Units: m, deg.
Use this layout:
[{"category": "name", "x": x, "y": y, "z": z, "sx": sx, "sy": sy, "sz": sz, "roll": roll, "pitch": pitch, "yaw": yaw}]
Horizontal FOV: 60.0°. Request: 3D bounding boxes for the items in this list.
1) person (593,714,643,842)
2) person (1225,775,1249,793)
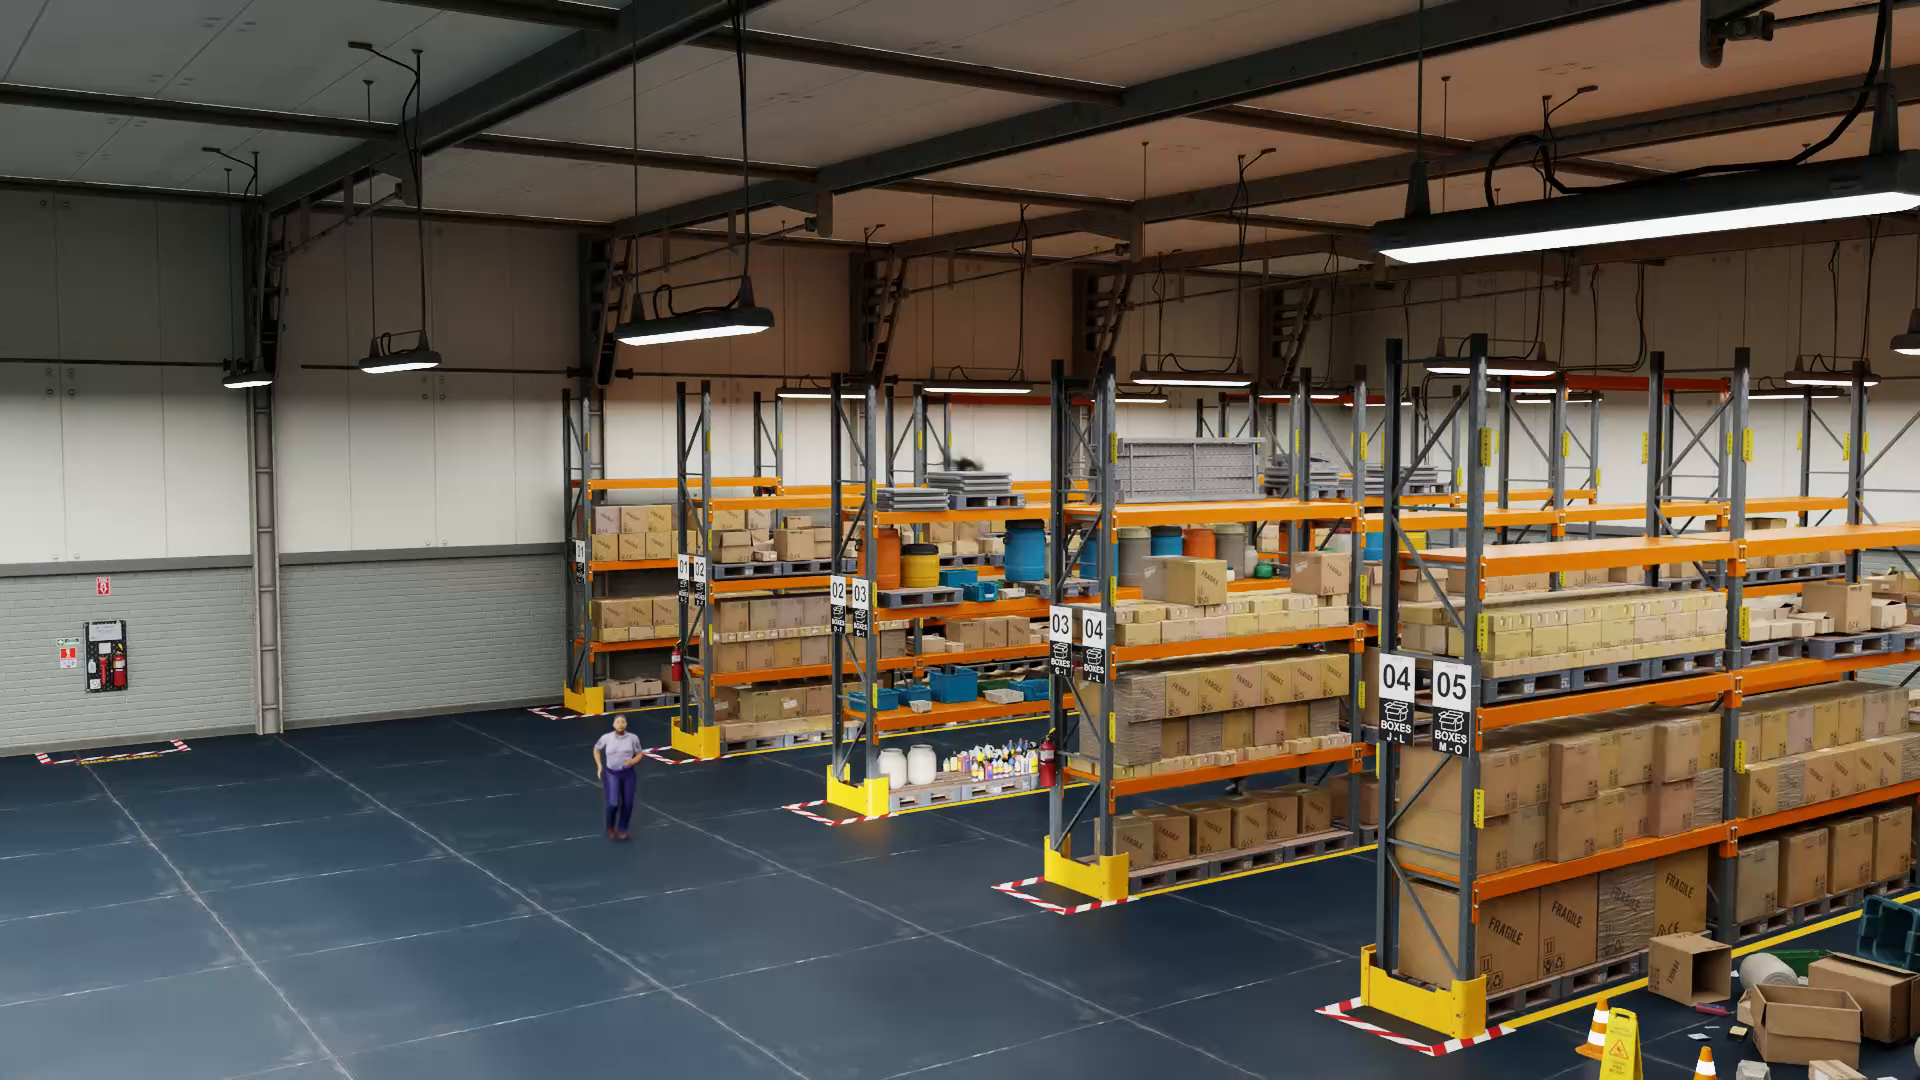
[{"category": "person", "x": -4.288, "y": 3.005, "z": 20.950, "sx": 0.585, "sy": 1.601, "sz": 0.629, "roll": -1, "pitch": 4, "yaw": -19}, {"category": "person", "x": 3.874, "y": 2.759, "z": 23.784, "sx": 0.639, "sy": 1.741, "sz": 0.697, "roll": -4, "pitch": 5, "yaw": -45}]
